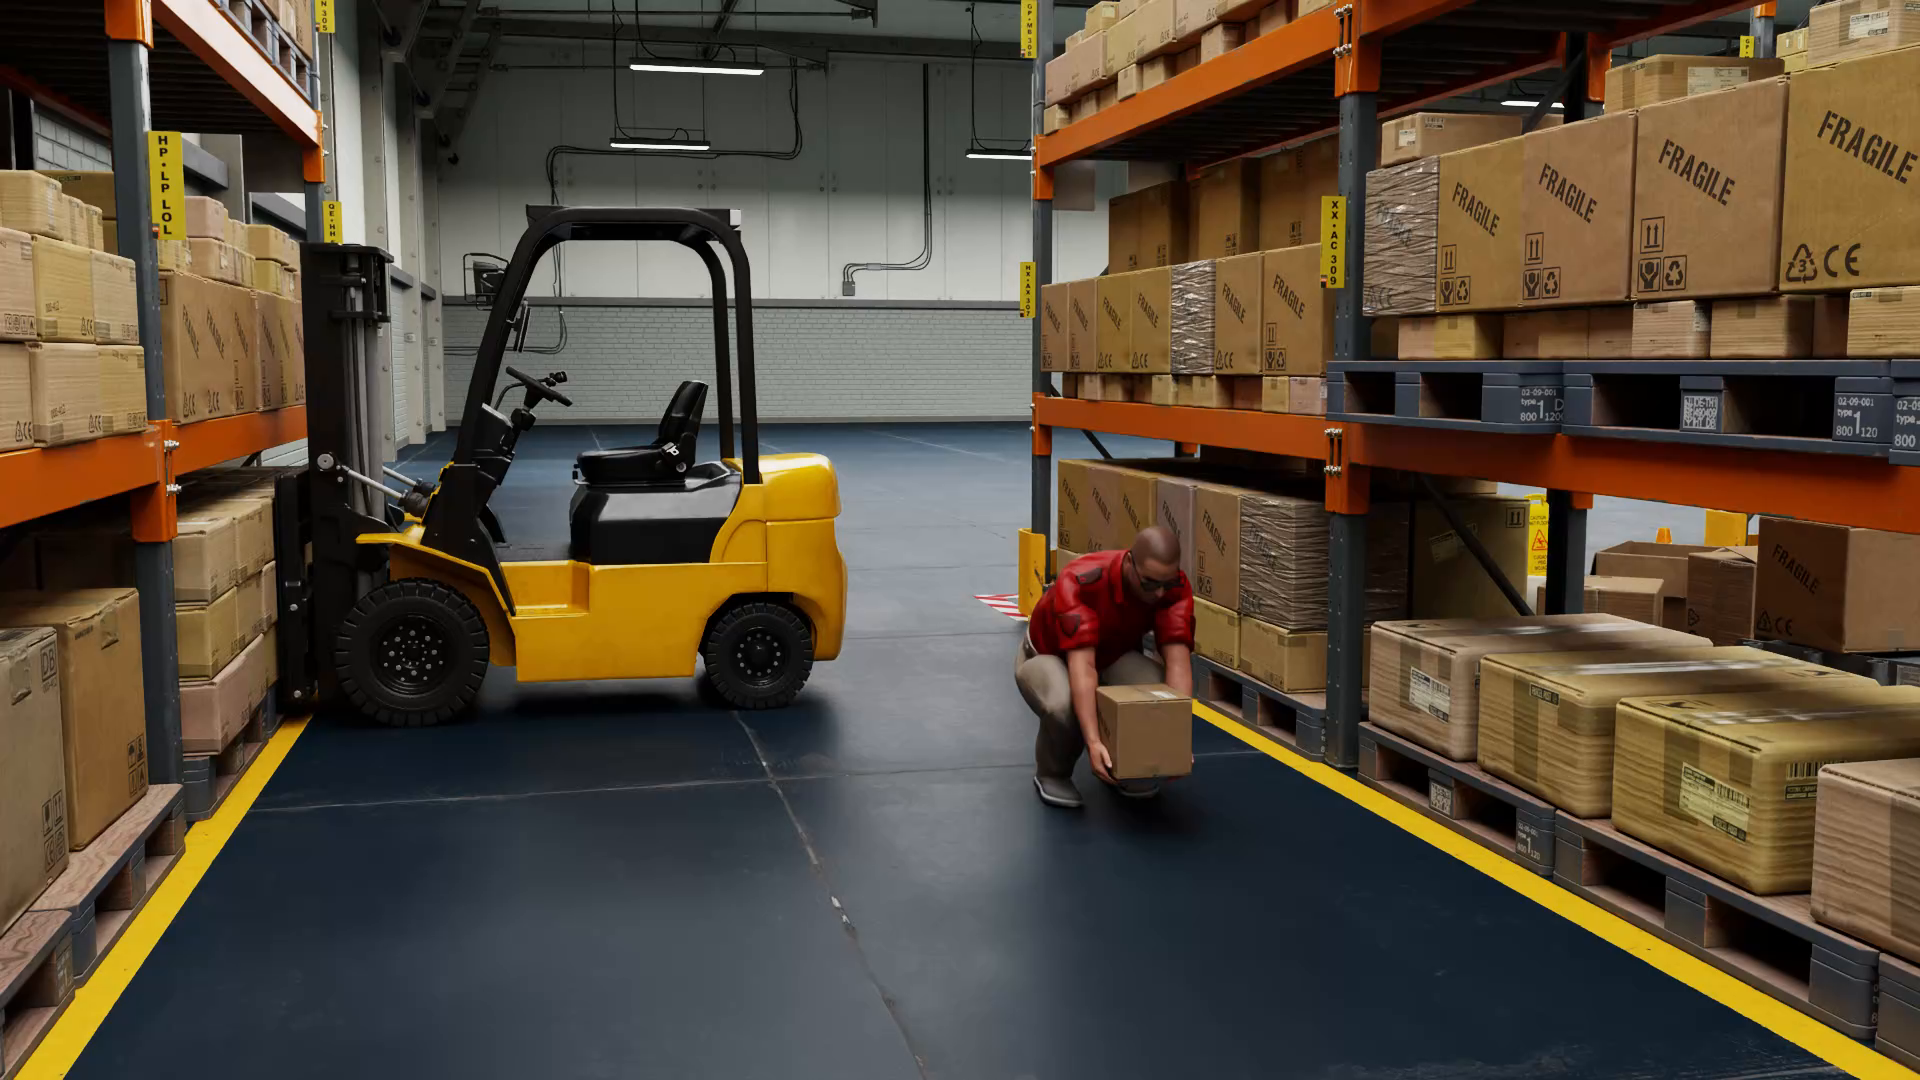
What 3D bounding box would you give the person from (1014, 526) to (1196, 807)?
[{"bbox_3d":[0.508,0.419,5.657,0.530,0.989,0.884,-2,6,-17],"label":"person"}]
